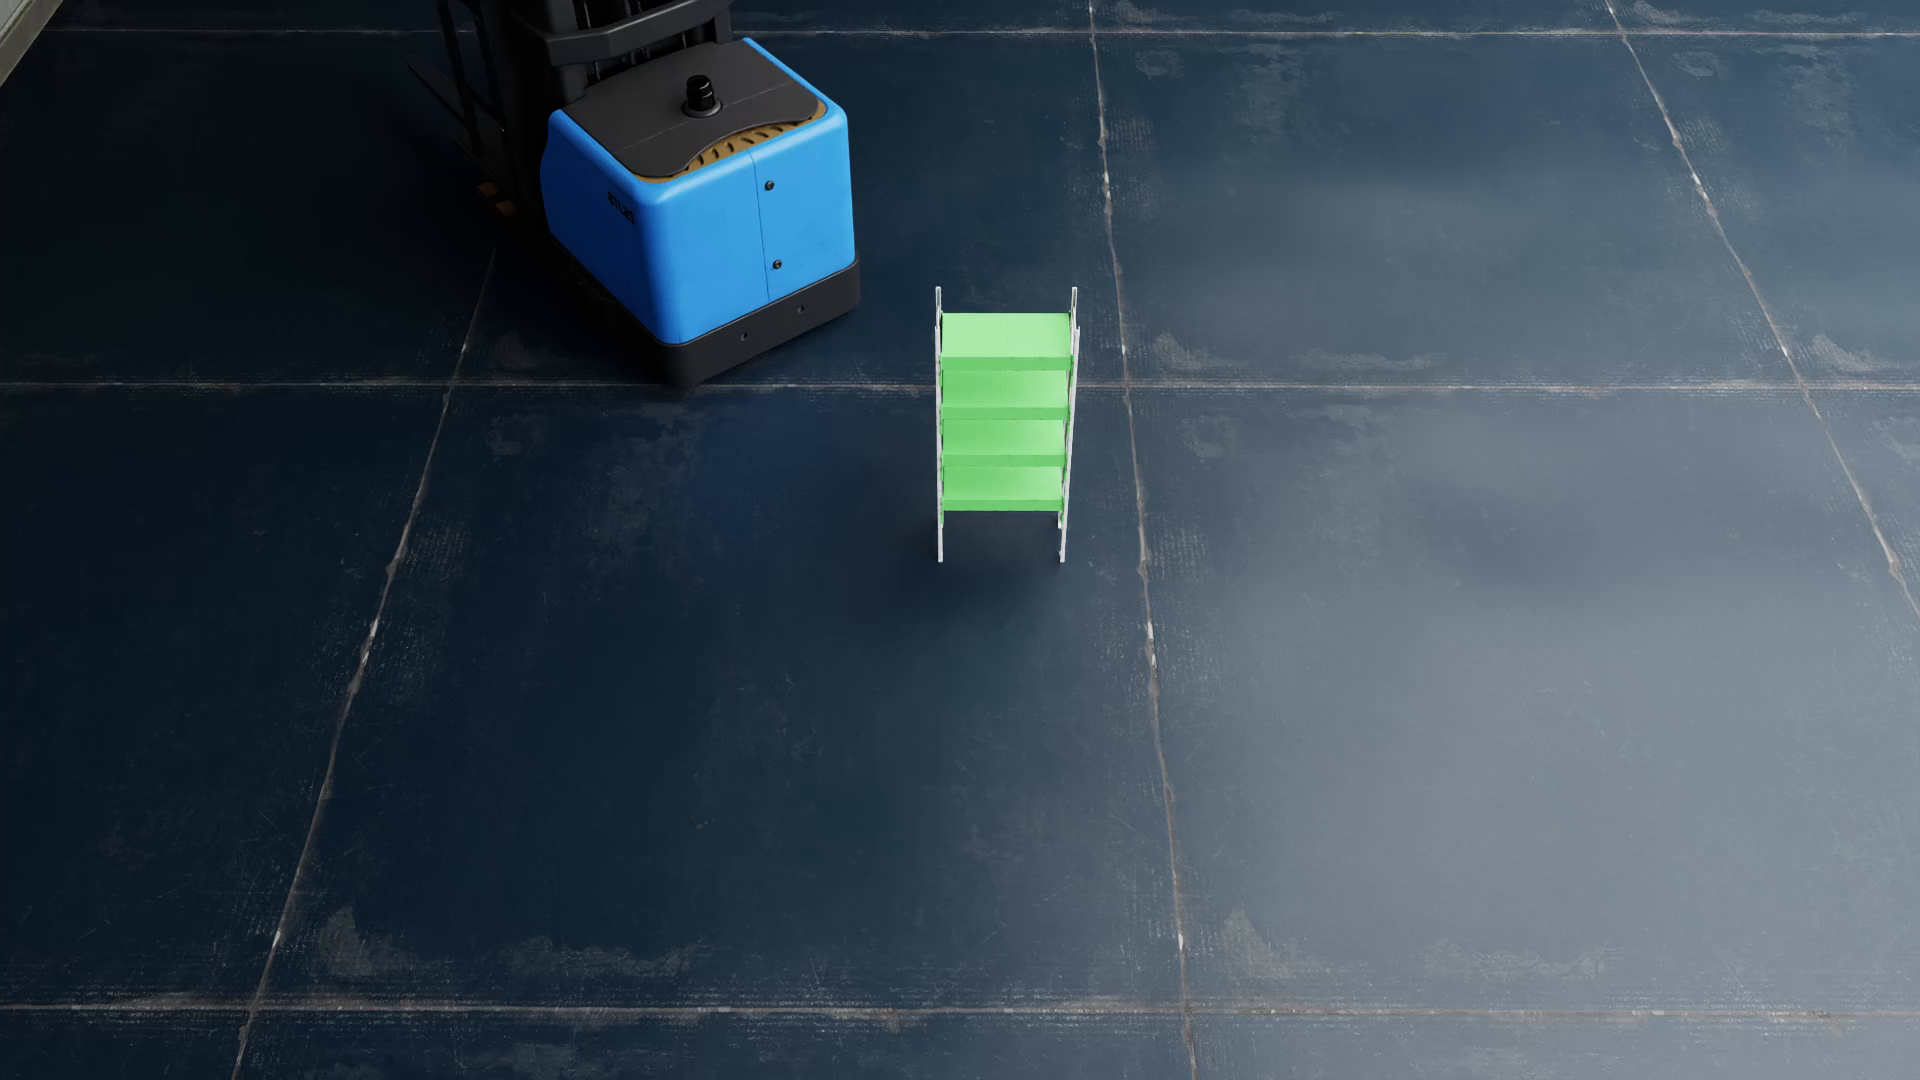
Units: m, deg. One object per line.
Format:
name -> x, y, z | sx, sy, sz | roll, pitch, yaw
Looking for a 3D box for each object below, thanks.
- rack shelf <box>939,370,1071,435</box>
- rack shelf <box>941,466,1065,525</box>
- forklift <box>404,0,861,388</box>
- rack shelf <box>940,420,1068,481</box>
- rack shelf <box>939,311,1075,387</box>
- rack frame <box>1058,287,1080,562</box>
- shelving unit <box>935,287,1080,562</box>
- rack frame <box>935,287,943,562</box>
rack shelf -> 0.166, -0.528, 6.181 | 0.480, 0.148, 0.258 | 0, 47, 0
rack shelf -> 0.166, -0.201, 6.533 | 0.480, 0.148, 0.258 | 0, 47, 0
forklift -> -1.760, -2.691, 7.252 | 1.130, 2.935, 3.031 | -30, 54, -25
rack shelf -> 0.166, -0.365, 6.357 | 0.480, 0.148, 0.258 | 0, 47, 0
rack shelf -> 0.166, -0.692, 6.006 | 0.480, 0.148, 0.258 | 0, 47, 0
rack frame -> 0.410, -0.408, 6.310 | 0.015, 1.200, 0.240 | 0, 47, 0
shelving unit -> 0.166, -0.408, 6.310 | 0.503, 1.200, 0.258 | 0, 47, 0
rack frame -> -0.078, -0.409, 6.311 | 0.015, 1.200, 0.240 | 0, 47, 0
